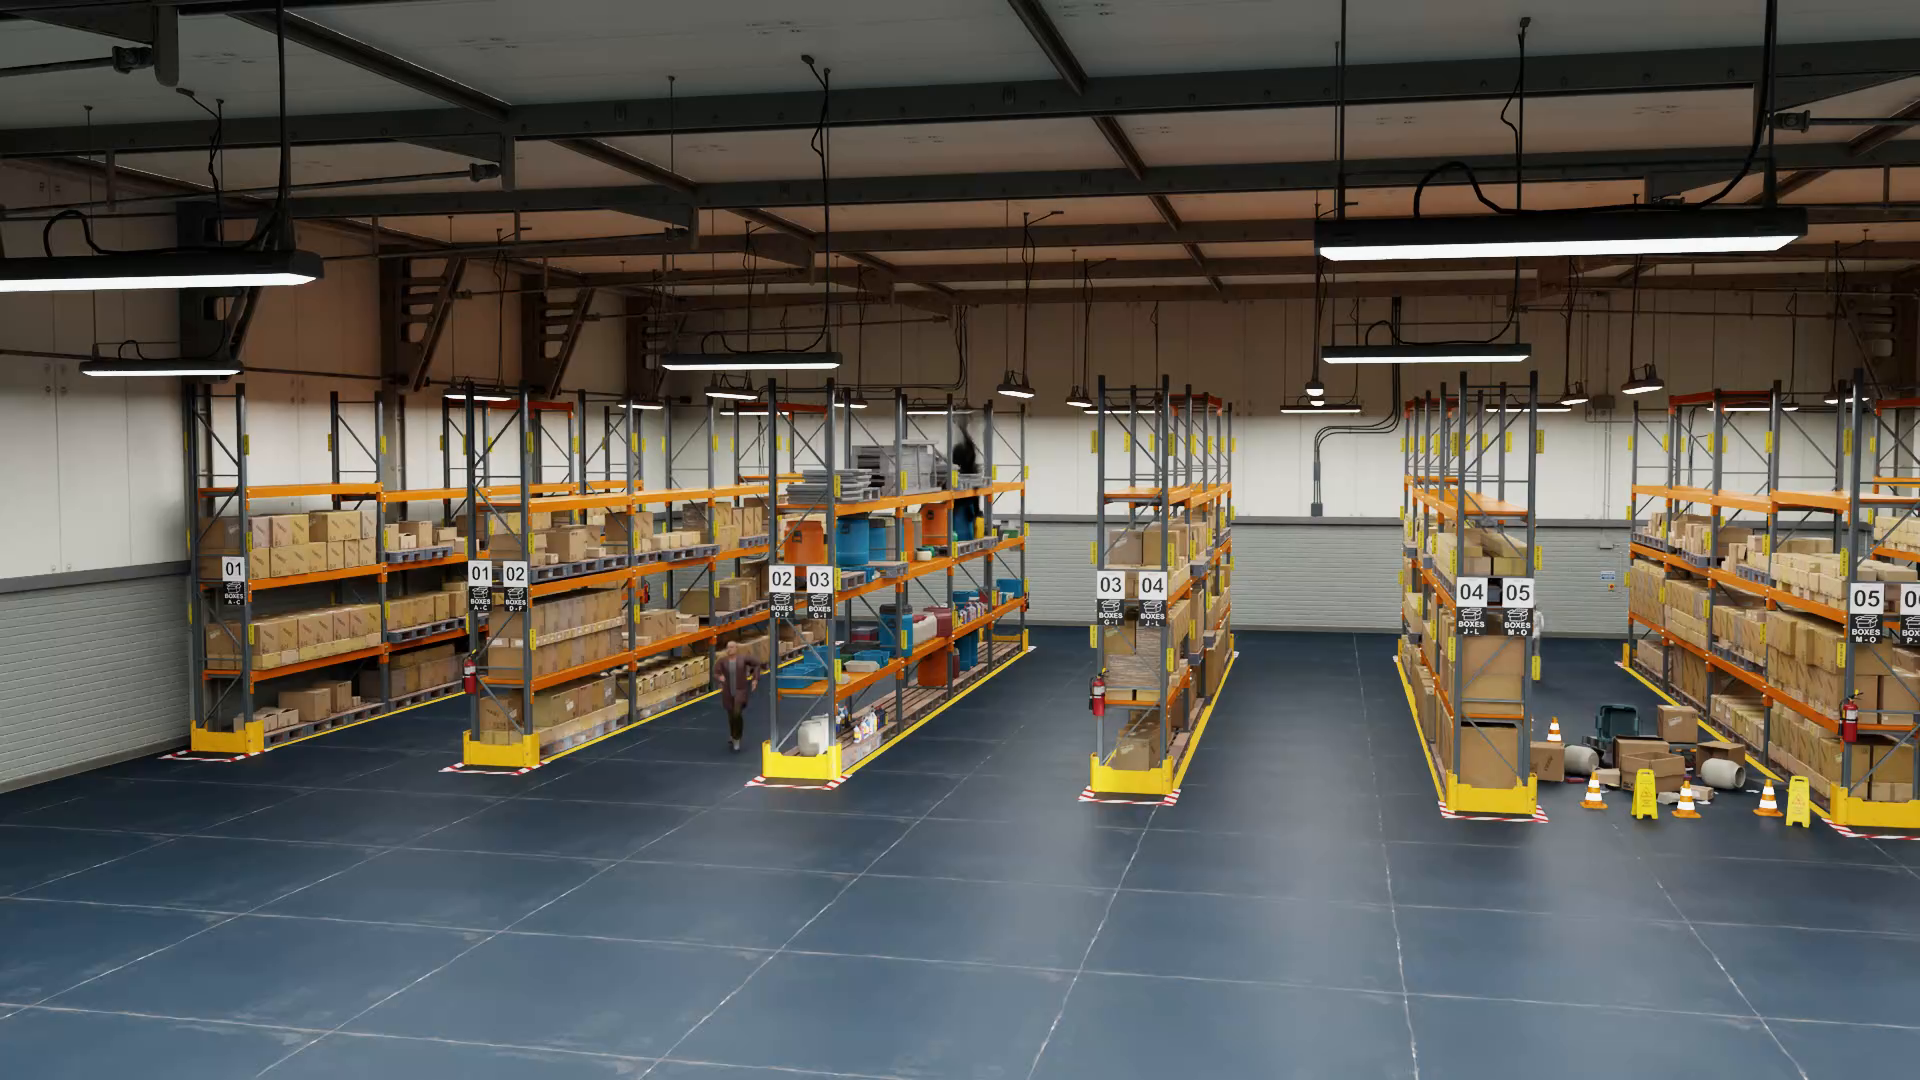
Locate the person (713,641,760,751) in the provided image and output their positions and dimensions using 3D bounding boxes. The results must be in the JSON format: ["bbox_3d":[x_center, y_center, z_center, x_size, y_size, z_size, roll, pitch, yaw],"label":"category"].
[{"bbox_3d":[-3.684,2.585,27.376,0.726,1.729,0.948,0,3,8],"label":"person"}]

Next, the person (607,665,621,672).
[{"bbox_3d":[-7.045,2.275,33.835,0.556,1.620,0.793,1,3,9],"label":"person"}]

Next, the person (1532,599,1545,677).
[{"bbox_3d":[12.278,2.130,35.691,0.552,1.722,0.801,0,3,4],"label":"person"}]
